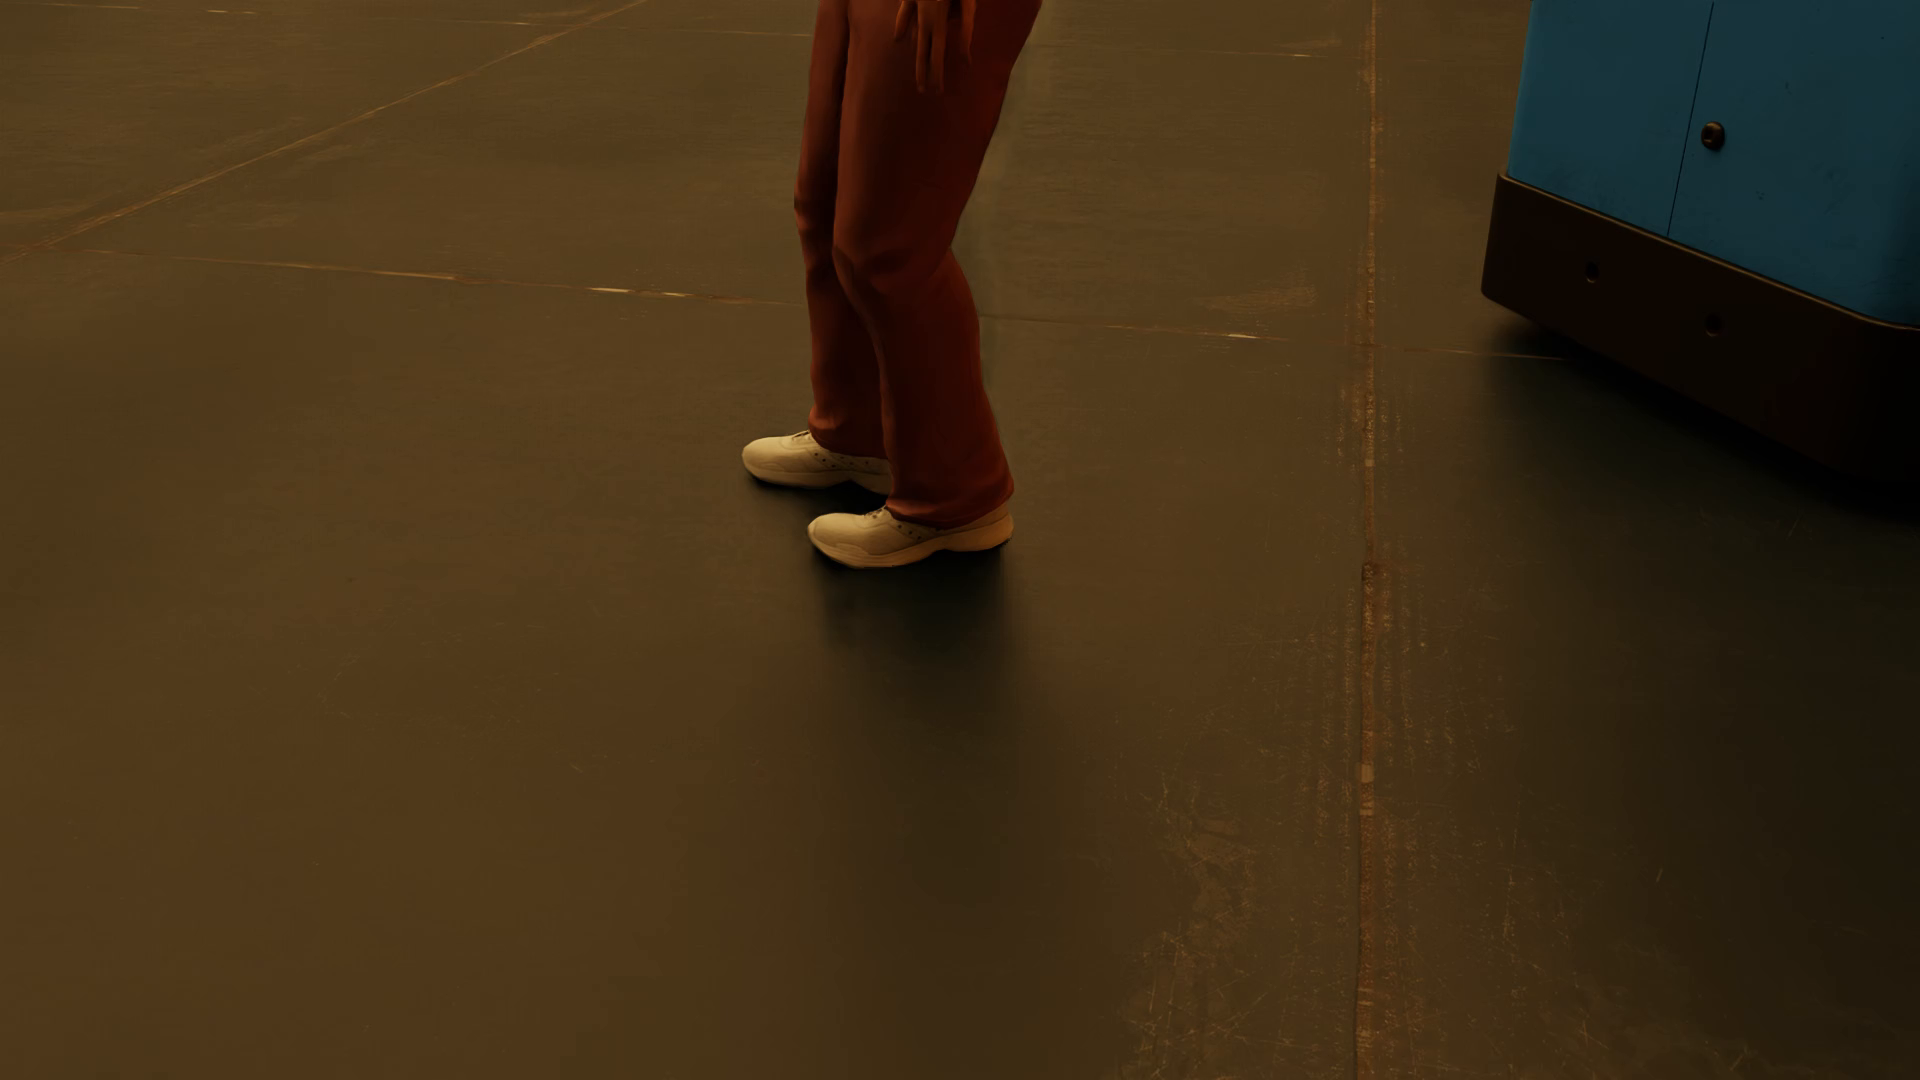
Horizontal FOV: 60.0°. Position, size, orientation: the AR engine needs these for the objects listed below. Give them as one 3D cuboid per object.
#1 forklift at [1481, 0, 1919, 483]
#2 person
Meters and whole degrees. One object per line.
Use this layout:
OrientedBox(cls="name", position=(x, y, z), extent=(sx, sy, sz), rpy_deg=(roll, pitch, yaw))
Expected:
OrientedBox(cls="forklift", position=(2.612, -1.771, 2.756), extent=(3.031, 2.935, 1.130), rpy_deg=(-9, 28, -18))
OrientedBox(cls="person", position=(-0.058, -0.743, 2.140), extent=(0.438, 1.665, 0.654), rpy_deg=(-8, 28, -15))
